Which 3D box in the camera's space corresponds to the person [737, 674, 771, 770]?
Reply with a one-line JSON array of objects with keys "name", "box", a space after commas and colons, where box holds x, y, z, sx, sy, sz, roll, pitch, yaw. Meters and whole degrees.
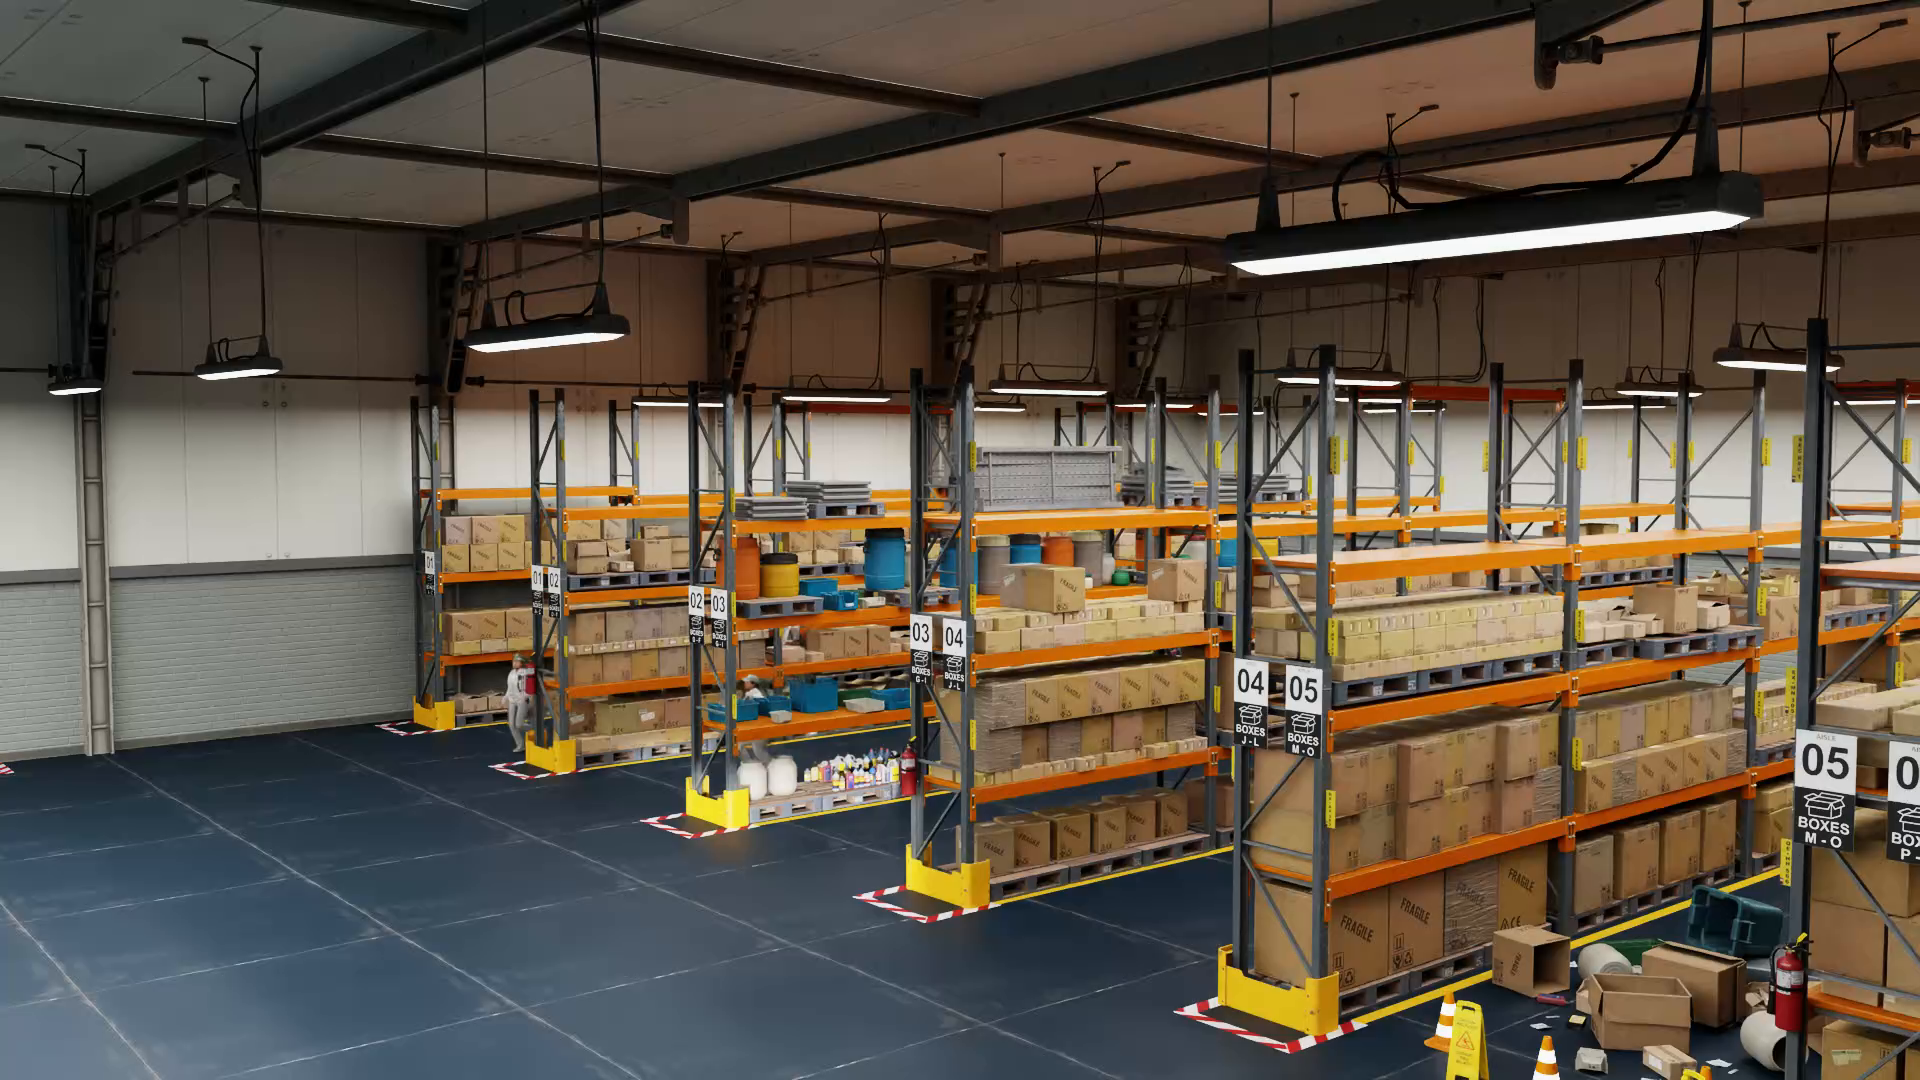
[{"name": "person", "box": [-3.128, 2.872, 25.151, 0.681, 1.701, 0.575, -2, 4, -32]}]

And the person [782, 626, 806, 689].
[{"name": "person", "box": [-3.188, 2.185, 31.155, 0.755, 1.808, 0.662, -3, 4, -38]}]

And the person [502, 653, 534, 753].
[{"name": "person", "box": [-7.332, 2.701, 27.743, 0.608, 1.654, 0.556, 2, 4, 27]}]
